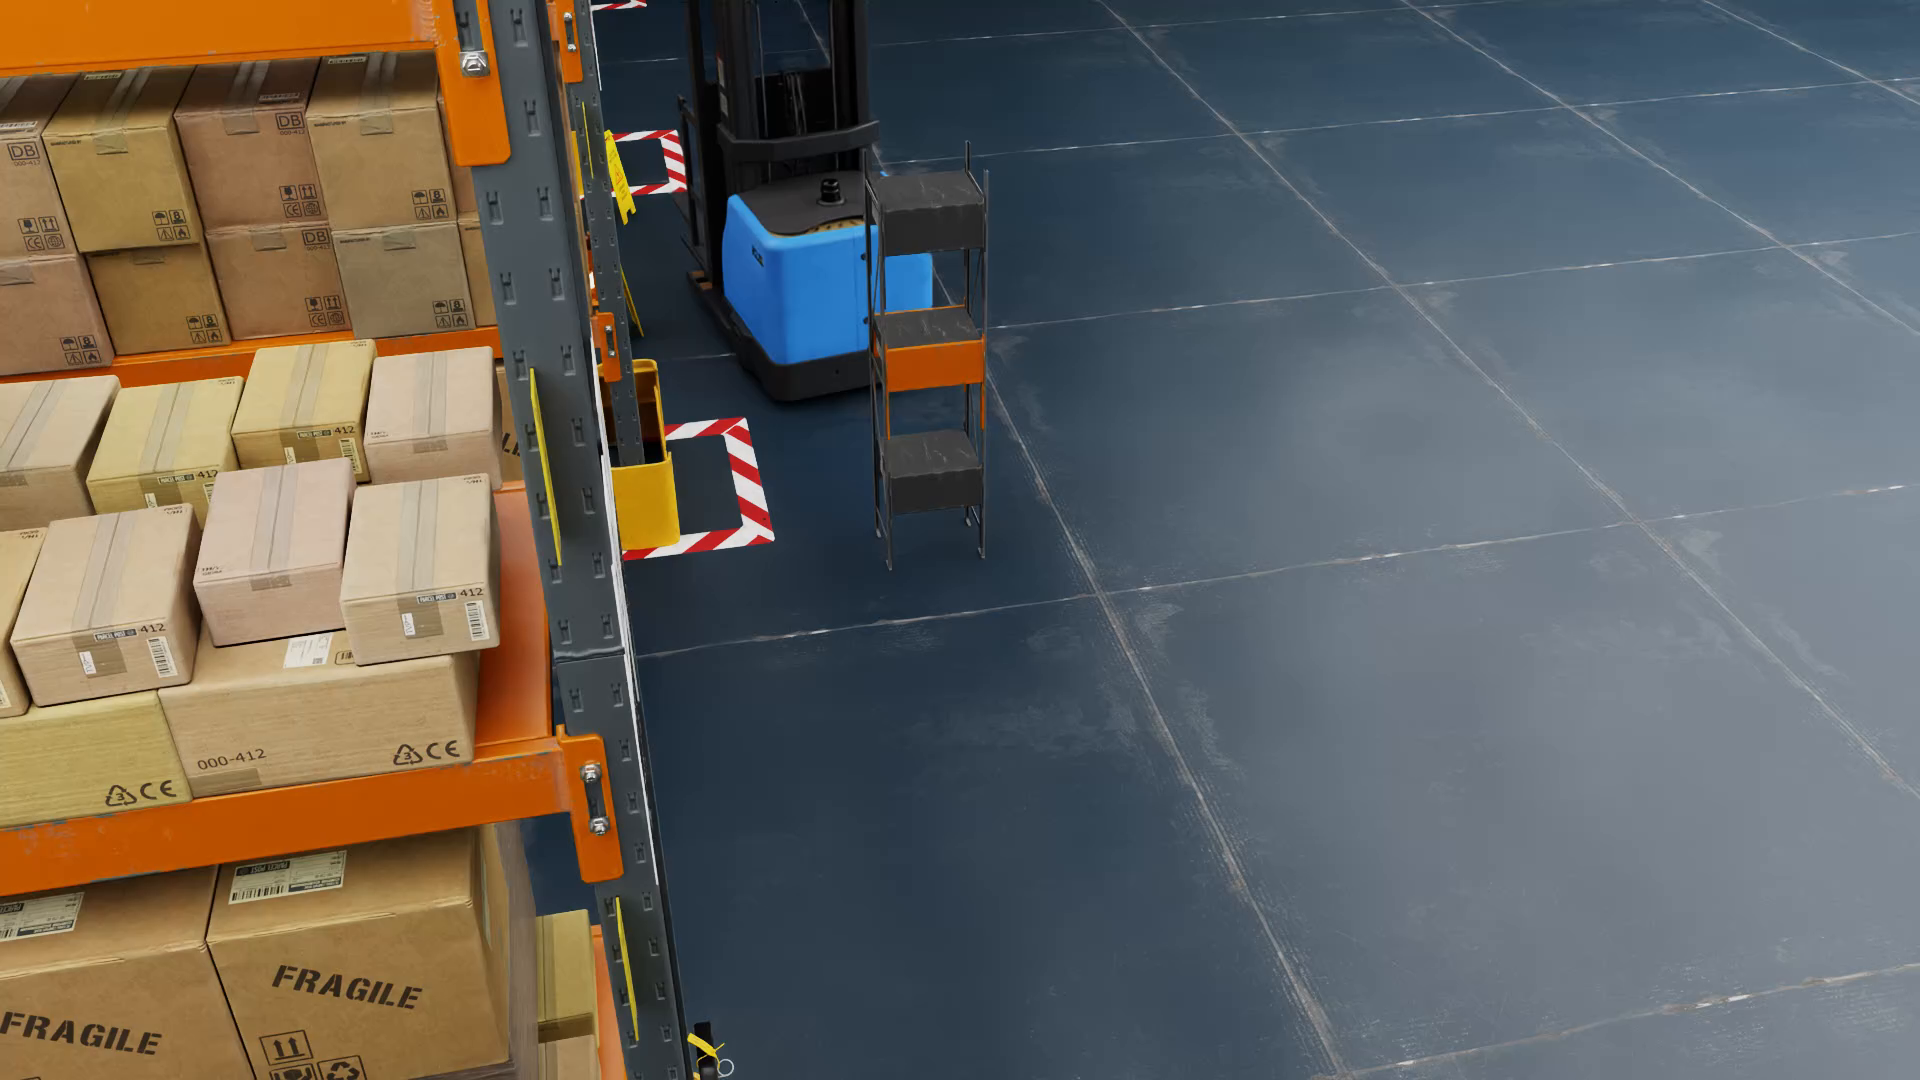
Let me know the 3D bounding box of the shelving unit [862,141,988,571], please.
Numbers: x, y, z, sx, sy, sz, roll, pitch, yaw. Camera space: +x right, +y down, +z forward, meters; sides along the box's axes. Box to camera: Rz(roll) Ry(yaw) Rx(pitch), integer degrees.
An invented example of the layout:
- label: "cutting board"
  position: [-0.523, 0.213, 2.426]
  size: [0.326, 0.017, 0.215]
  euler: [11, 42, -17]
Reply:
- label: "shelving unit"
  position: [-0.161, -0.852, 8.135]
  size: [0.503, 2.100, 0.431]
  euler: [-7, 35, -11]

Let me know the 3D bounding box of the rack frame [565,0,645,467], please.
- label: "rack frame"
  position: [-1.782, -1.516, 8.318]
  size: [0.127, 3.000, 1.000]
  euler: [-7, 35, -11]

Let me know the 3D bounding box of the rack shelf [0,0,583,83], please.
- label: "rack shelf"
  position: [-3.733, -2.217, 7.316]
  size: [4.000, 0.370, 1.077]
  euler: [-7, 35, -11]

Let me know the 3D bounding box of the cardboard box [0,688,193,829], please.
- label: "cardboard box"
  position: [-1.687, 0.269, 3.100]
  size: [0.500, 0.250, 0.500]
  euler: [-7, 34, -10]

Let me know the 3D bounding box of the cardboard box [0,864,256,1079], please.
- label: "cardboard box"
  position: [-1.755, 0.878, 3.496]
  size: [0.500, 0.500, 0.500]
  euler: [-7, 35, -11]

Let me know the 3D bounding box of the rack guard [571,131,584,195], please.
- label: "rack guard"
  position: [-3.046, -3.147, 12.991]
  size: [0.348, 0.500, 1.175]
  euler: [-7, 35, -11]

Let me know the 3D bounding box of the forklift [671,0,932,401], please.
- label: "forklift"
  position: [-1.193, -2.850, 10.366]
  size: [1.130, 2.935, 3.031]
  euler: [-13, 36, -19]

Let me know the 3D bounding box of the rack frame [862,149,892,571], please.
- label: "rack frame"
  position: [-0.399, -0.822, 8.090]
  size: [0.015, 2.100, 0.400]
  euler: [-7, 35, -11]

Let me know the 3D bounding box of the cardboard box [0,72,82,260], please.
- label: "cardboard box"
  position: [-4.248, -1.684, 7.465]
  size: [0.550, 0.550, 0.875]
  euler: [-7, 35, -11]

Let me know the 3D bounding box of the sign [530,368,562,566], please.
- label: "sign"
  position: [-0.683, -0.117, 2.746]
  size: [0.005, 0.325, 0.100]
  euler: [-7, 35, -11]

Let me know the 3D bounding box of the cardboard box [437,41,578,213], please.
- label: "cardboard box"
  position: [-2.152, -2.003, 7.938]
  size: [0.550, 0.550, 0.875]
  euler: [-7, 35, -11]

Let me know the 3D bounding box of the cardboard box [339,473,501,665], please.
- label: "cardboard box"
  position: [-0.988, 0.047, 3.073]
  size: [0.250, 0.149, 0.380]
  euler: [-7, 35, -11]

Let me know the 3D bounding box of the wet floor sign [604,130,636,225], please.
- label: "wet floor sign"
  position: [-2.551, -2.658, 12.133]
  size: [0.232, 0.644, 0.267]
  euler: [4, 34, 6]

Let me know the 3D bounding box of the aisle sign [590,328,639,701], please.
- label: "aisle sign"
  position: [-0.792, -0.058, 3.812]
  size: [0.004, 0.787, 0.394]
  euler: [-7, 35, -11]

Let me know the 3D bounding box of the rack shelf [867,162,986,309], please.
- label: "rack shelf"
  position: [-0.161, -1.421, 7.752]
  size: [0.480, 0.518, 0.431]
  euler: [-7, 35, -11]

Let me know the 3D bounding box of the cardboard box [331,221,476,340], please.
- label: "cardboard box"
  position: [-2.665, -1.429, 8.053]
  size: [0.550, 0.550, 0.875]
  euler: [-7, 35, -11]

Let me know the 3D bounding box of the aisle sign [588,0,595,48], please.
- label: "aisle sign"
  position: [-1.779, -2.768, 7.849]
  size: [0.004, 0.787, 0.394]
  euler: [-7, 35, -11]

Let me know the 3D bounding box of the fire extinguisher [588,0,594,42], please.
- label: "fire extinguisher"
  position: [-2.759, -3.926, 11.978]
  size: [0.183, 0.674, 0.296]
  euler: [-7, 35, -11]

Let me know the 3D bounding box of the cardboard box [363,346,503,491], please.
- label: "cardboard box"
  position: [-1.106, -0.249, 3.514]
  size: [0.250, 0.149, 0.380]
  euler: [-7, 35, -11]

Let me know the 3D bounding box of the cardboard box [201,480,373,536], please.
- label: "cardboard box"
  position: [-1.313, -0.073, 3.609]
  size: [0.500, 0.250, 0.500]
  euler: [-6, 34, -9]

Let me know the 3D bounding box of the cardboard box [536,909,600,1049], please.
- label: "cardboard box"
  position: [-1.117, 1.202, 4.493]
  size: [0.250, 0.149, 0.380]
  euler: [-7, 35, -11]

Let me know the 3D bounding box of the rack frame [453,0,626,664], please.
- label: "rack frame"
  position: [-0.786, -1.299, 2.610]
  size: [0.127, 3.000, 1.000]
  euler: [-7, 35, -11]

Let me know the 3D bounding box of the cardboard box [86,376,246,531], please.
- label: "cardboard box"
  position: [-1.599, -0.172, 3.399]
  size: [0.250, 0.149, 0.380]
  euler: [-8, 35, -11]

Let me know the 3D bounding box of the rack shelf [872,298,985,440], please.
- label: "rack shelf"
  position: [-0.161, -0.840, 8.142]
  size: [0.480, 0.518, 0.431]
  euler: [-7, 35, -11]

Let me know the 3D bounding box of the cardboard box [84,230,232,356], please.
- label: "cardboard box"
  position: [-3.747, -1.341, 7.921]
  size: [0.500, 0.550, 0.875]
  euler: [-7, 35, -11]

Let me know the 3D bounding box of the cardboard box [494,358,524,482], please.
- label: "cardboard box"
  position: [-2.429, -0.689, 8.615]
  size: [0.875, 0.875, 0.875]
  euler: [-7, 34, -10]

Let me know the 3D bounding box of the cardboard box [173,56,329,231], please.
- label: "cardboard box"
  position: [-3.245, -1.890, 7.770]
  size: [0.550, 0.550, 0.875]
  euler: [-7, 35, -11]

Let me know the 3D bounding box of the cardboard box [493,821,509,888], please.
- label: "cardboard box"
  position: [-1.383, 0.531, 4.013]
  size: [0.500, 0.500, 0.500]
  euler: [-7, 35, -11]

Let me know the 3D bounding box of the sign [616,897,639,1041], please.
- label: "sign"
  position: [-0.683, 0.884, 3.418]
  size: [0.005, 0.325, 0.100]
  euler: [-7, 35, -11]

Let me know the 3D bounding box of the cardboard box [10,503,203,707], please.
- label: "cardboard box"
  position: [-1.511, 0.108, 2.982]
  size: [0.250, 0.149, 0.380]
  euler: [-9, 35, -13]

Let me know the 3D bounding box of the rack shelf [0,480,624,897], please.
- label: "rack shelf"
  position: [-2.737, 0.491, 3.280]
  size: [4.000, 0.370, 1.077]
  euler: [-7, 35, -11]
